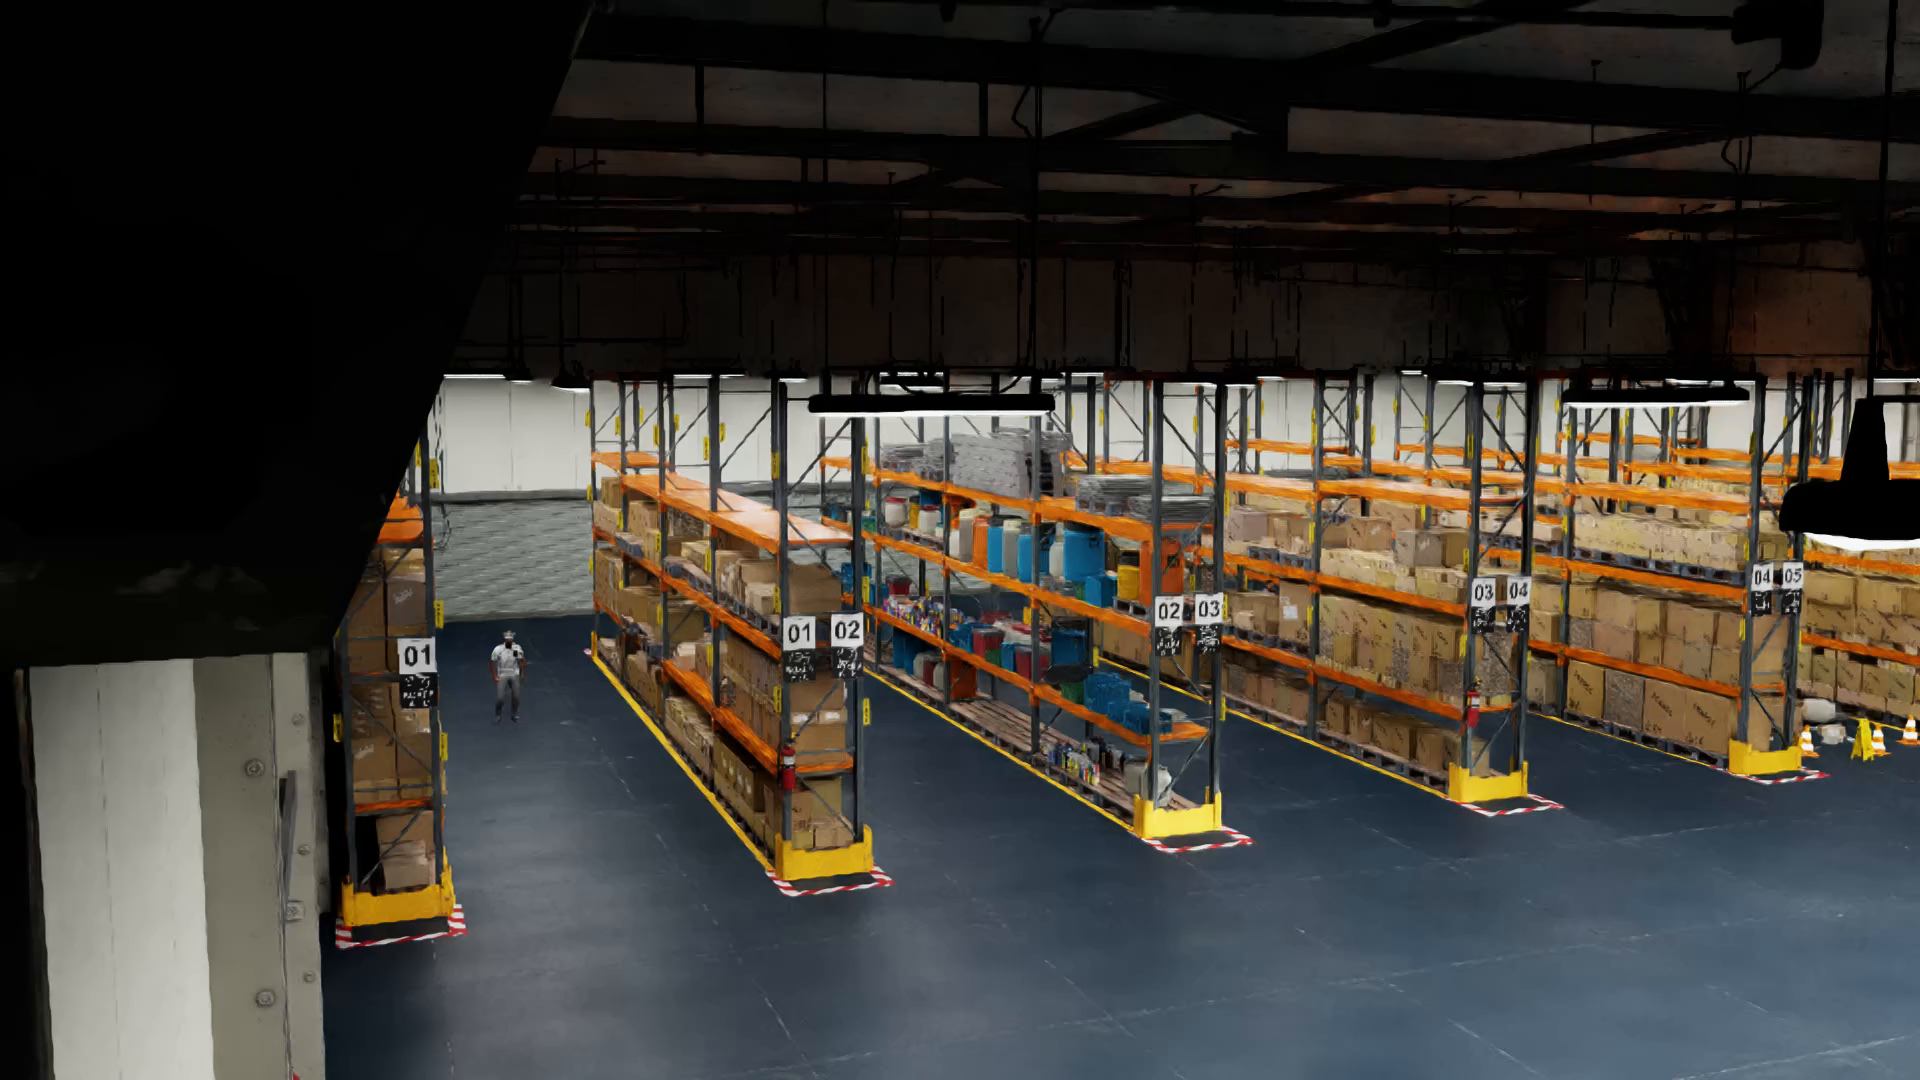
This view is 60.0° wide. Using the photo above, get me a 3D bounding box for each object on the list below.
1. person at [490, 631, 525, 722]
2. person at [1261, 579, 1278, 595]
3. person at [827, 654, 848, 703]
[{"bbox_3d":[-7.784,2.338,28.635,0.592,1.630,0.531,-3,7,-23],"label":"person"},{"bbox_3d":[6.490,1.607,35.328,0.626,1.594,0.513,-3,7,-22],"label":"person"},{"bbox_3d":[-2.047,2.510,26.372,0.501,1.758,0.588,1,6,9],"label":"person"}]
